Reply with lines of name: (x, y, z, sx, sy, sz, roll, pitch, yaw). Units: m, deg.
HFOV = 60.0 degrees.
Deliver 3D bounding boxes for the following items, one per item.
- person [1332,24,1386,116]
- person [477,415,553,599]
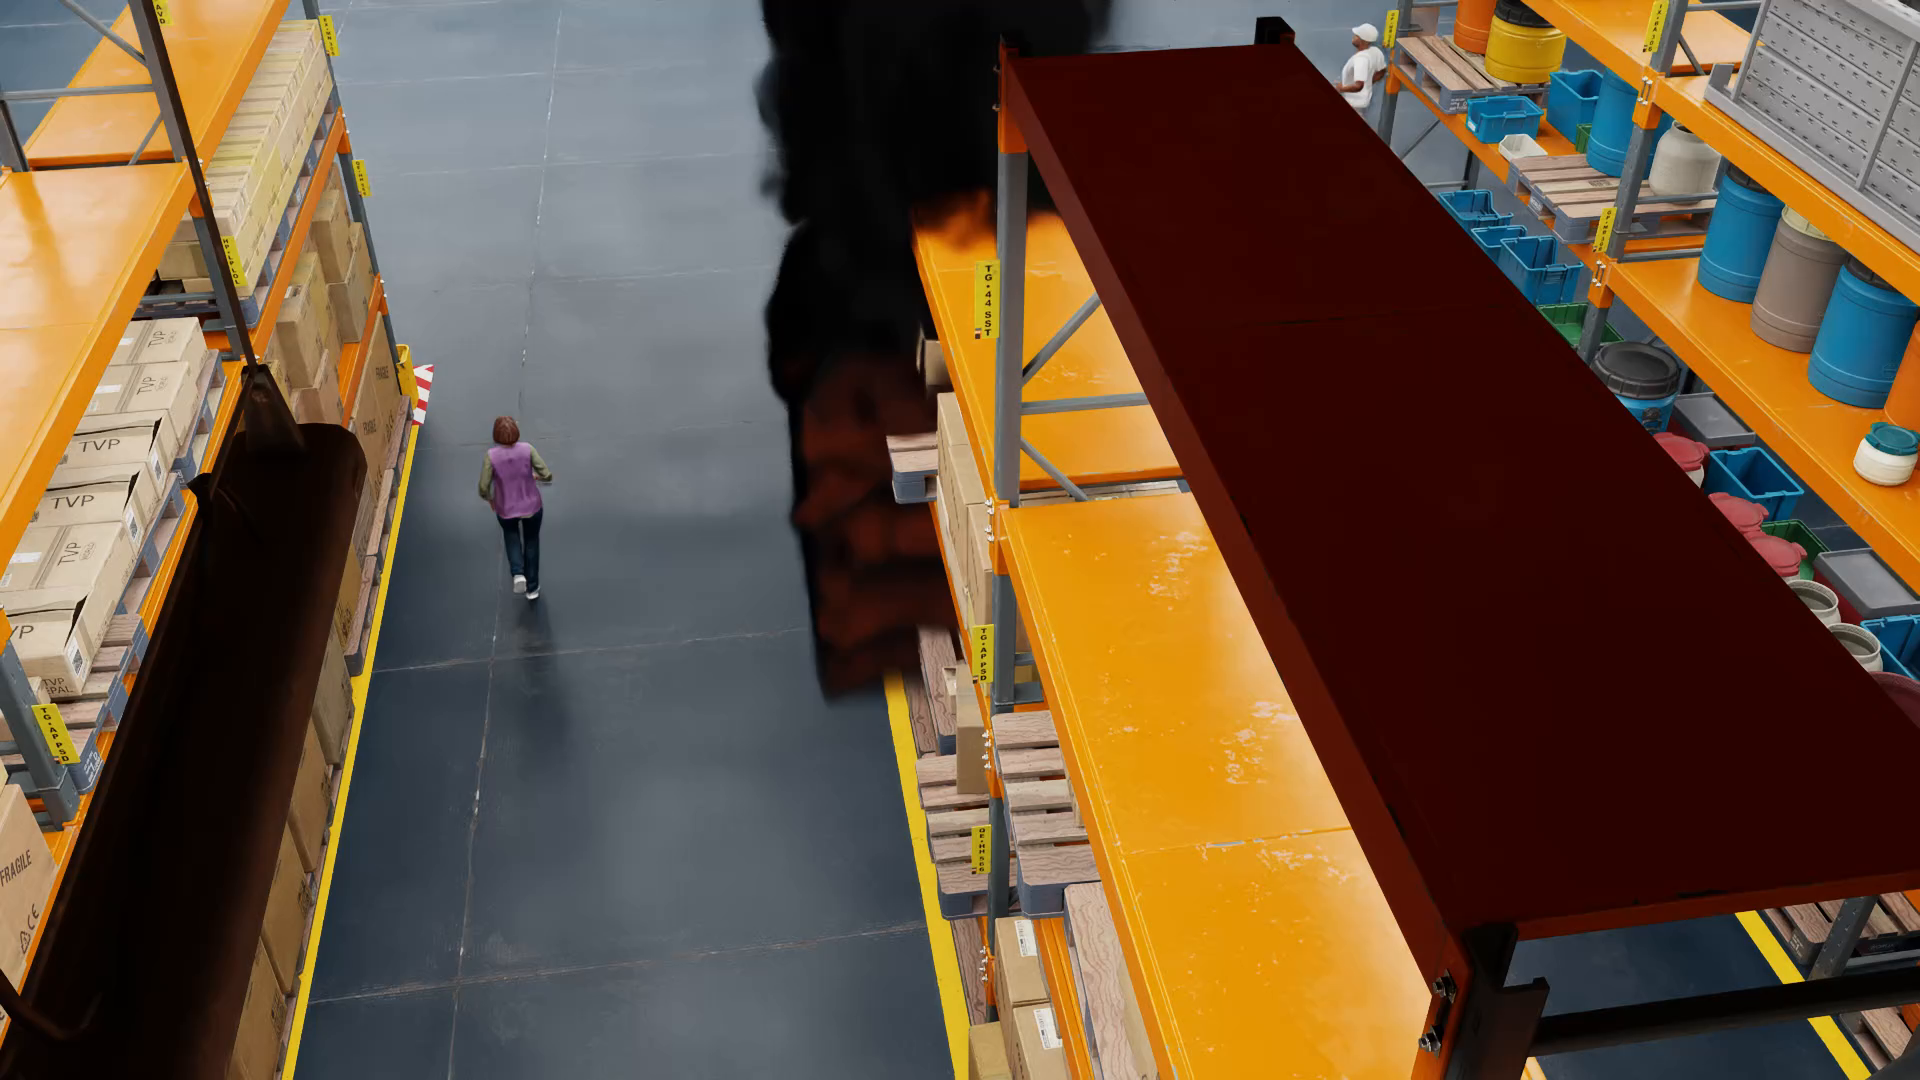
person: (4.474, -4.901, 18.661, 0.823, 1.763, 0.690, 15, 39, 19)
person: (-3.304, -0.255, 12.487, 0.543, 1.567, 0.530, -9, 37, -13)
